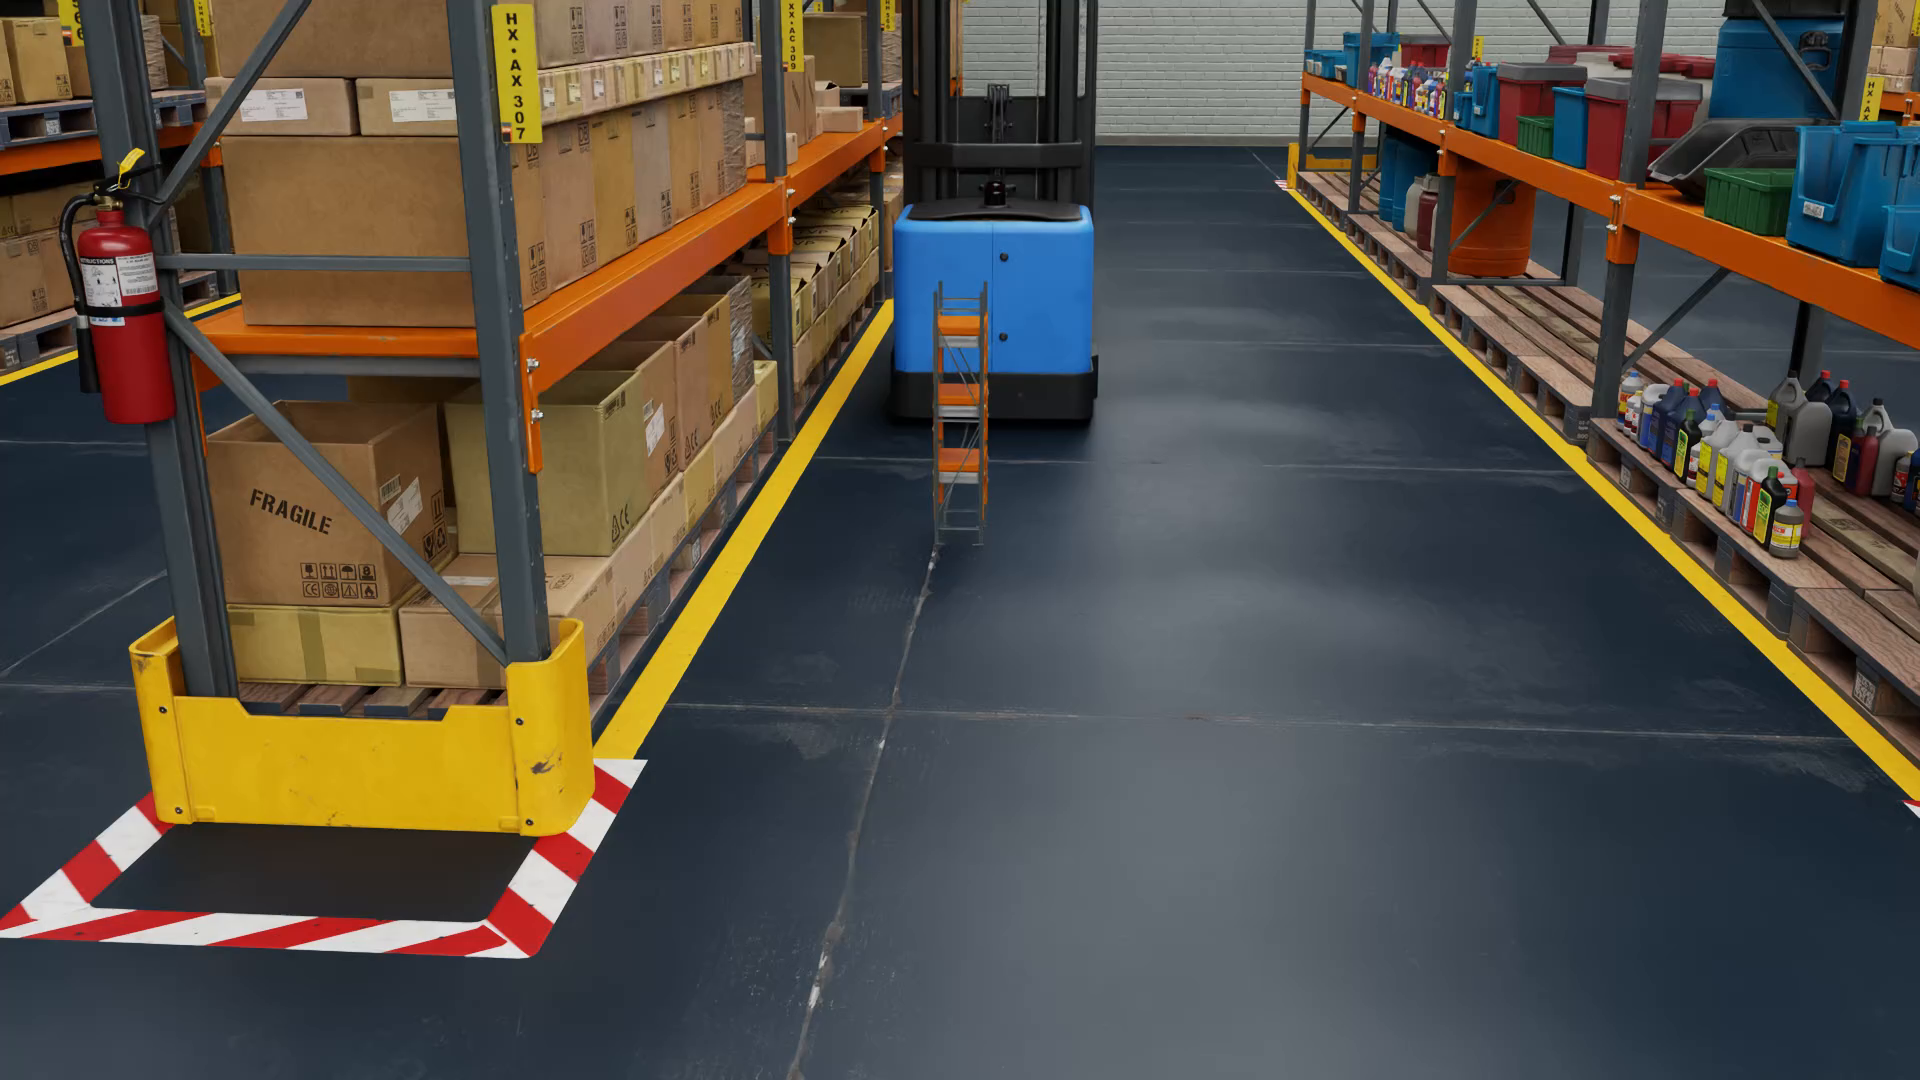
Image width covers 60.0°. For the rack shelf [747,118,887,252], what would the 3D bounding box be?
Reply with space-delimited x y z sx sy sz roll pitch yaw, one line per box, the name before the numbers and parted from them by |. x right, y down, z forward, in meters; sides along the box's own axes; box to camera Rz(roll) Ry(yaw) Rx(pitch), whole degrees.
rack shelf | -1.201 -2.221 10.038 1.077 0.370 4.000 1 18 4

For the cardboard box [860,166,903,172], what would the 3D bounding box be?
cardboard box | -0.600 -2.978 14.503 0.500 0.500 0.500 2 18 5

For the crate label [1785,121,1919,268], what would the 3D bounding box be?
crate label | 3.171 -1.182 5.655 0.502 0.435 0.616 1 18 4

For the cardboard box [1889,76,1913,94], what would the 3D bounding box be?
cardboard box | 8.805 -4.186 15.285 0.380 0.149 0.250 1 18 4

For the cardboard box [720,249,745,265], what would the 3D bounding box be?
cardboard box | -1.532 -1.549 9.675 0.500 0.311 0.500 1 18 4

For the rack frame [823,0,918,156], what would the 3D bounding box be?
rack frame | -0.771 -4.426 15.613 1.000 3.000 0.127 1 18 4

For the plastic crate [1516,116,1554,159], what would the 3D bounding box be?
plastic crate | 3.439 -2.276 9.392 0.450 0.188 0.662 1 18 4

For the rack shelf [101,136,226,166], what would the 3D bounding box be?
rack shelf | -5.855 -3.572 14.163 1.077 0.370 4.000 1 18 4

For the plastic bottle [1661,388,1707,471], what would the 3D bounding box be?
plastic bottle | 3.111 -0.480 7.117 0.144 0.351 0.185 1 18 2

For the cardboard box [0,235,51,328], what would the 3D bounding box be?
cardboard box | -6.185 -1.620 10.358 0.700 0.500 0.500 1 18 5

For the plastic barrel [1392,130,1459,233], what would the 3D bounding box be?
plastic barrel | 4.063 -3.128 14.348 0.600 0.901 0.708 1 18 4

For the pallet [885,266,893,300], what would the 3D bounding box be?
pallet | -0.966 -2.089 12.961 1.003 0.211 1.213 1 18 4

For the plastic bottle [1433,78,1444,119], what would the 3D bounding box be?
plastic bottle | 3.503 -3.223 12.130 0.061 0.283 0.133 1 18 4

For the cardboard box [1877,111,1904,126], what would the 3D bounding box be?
cardboard box | 9.237 -3.597 15.820 0.875 0.875 0.875 1 18 4

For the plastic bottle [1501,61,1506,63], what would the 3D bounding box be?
plastic bottle | 4.351 -3.656 13.342 0.144 0.351 0.185 1 18 4

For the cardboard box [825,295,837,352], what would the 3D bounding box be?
cardboard box | -0.996 -1.274 9.734 0.500 0.250 0.500 1 18 2

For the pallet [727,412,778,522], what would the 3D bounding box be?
pallet | -1.443 -0.370 7.713 1.003 0.211 1.213 1 18 4

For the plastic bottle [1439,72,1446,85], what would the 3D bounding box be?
plastic bottle | 4.338 -4.087 14.898 0.097 0.201 0.097 0 18 0

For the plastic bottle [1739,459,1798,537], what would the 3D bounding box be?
plastic bottle | 3.049 -0.160 6.261 0.152 0.276 0.135 1 18 4

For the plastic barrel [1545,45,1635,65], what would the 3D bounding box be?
plastic barrel | 4.152 -2.986 10.999 0.600 0.536 0.708 1 18 4

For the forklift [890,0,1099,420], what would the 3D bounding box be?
forklift | 0.231 -2.423 9.609 1.130 2.935 3.031 1 18 2

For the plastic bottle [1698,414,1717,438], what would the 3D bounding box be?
plastic bottle | 3.138 -0.395 6.988 0.097 0.271 0.097 0 18 0

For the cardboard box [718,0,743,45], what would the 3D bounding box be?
cardboard box | -1.370 -2.467 7.391 0.700 0.500 0.500 1 18 4

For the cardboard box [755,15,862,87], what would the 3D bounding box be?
cardboard box | -1.125 -3.629 12.345 0.700 0.500 0.500 -5 19 -15

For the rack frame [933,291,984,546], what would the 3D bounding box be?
rack frame | -0.005 -0.478 6.695 0.200 1.050 0.008 1 18 4

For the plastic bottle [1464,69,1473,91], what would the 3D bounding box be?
plastic bottle | 4.266 -3.808 13.935 0.097 0.271 0.097 0 18 0

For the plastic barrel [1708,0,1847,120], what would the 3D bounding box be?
plastic barrel | 3.926 -2.181 7.957 0.600 0.901 0.708 1 18 4

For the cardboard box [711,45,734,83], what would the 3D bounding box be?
cardboard box | -1.186 -2.050 7.159 0.380 0.149 0.250 1 18 2

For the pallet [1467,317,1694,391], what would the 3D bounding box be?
pallet | 3.698 -1.129 10.030 1.003 0.211 1.213 1 18 4

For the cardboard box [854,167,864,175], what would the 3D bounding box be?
cardboard box | -1.119 -2.981 14.512 0.500 0.500 0.500 2 18 5

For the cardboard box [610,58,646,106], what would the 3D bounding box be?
cardboard box | -1.298 -1.572 5.700 0.380 0.149 0.250 1 18 3

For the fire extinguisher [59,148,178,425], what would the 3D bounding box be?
fire extinguisher | -2.103 -0.636 4.170 0.296 0.674 0.183 1 18 4

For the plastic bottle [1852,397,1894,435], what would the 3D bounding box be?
plastic bottle | 3.800 -0.413 6.915 0.144 0.351 0.185 1 18 4

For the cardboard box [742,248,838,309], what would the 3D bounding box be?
cardboard box | -0.989 -1.540 9.645 0.500 0.311 0.500 1 18 2

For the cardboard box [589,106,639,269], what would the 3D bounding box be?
cardboard box | -1.511 -1.208 5.633 0.700 0.500 0.500 1 18 4

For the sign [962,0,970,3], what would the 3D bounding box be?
sign | 0.068 -6.350 19.118 0.100 0.325 0.005 1 18 4

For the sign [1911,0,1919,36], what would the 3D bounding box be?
sign | 8.556 -4.664 14.824 0.100 0.325 0.005 1 18 4

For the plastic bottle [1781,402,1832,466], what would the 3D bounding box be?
plastic bottle | 3.674 -0.474 7.219 0.152 0.276 0.135 1 18 4

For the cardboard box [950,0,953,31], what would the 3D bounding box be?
cardboard box | -0.346 -5.569 17.335 0.500 0.500 0.500 2 18 6

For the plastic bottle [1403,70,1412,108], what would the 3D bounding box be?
plastic bottle | 3.591 -3.605 13.296 0.061 0.283 0.133 1 18 4

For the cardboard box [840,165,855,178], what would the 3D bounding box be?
cardboard box | -1.156 -3.192 13.952 0.500 0.250 0.500 1 18 3

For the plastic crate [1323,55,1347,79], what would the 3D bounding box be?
plastic crate | 3.994 -4.934 17.336 0.416 0.233 0.300 1 18 4

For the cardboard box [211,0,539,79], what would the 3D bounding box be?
cardboard box | -1.581 -1.524 4.513 0.700 0.500 0.500 1 18 4

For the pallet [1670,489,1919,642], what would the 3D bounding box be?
pallet | 3.422 0.083 6.330 1.003 0.211 1.213 1 18 4

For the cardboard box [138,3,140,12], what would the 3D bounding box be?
cardboard box | -5.994 -3.750 11.641 0.380 0.149 0.250 -1 18 -3

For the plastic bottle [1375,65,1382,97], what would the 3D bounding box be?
plastic bottle | 3.711 -4.041 14.644 0.097 0.271 0.097 0 18 0

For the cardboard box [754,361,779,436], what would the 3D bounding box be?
cardboard box | -1.160 -0.685 7.938 0.500 0.250 0.500 1 18 4

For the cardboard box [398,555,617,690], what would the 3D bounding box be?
cardboard box | -1.371 0.247 5.095 0.500 0.250 0.500 1 18 4

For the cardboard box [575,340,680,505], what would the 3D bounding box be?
cardboard box | -1.314 -0.421 5.927 0.500 0.500 0.500 1 18 4

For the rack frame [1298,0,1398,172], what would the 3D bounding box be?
rack frame | 4.456 -5.556 19.063 1.000 3.000 0.127 1 18 4

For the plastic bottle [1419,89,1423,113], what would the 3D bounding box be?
plastic bottle | 3.564 -3.371 12.712 0.097 0.201 0.097 0 18 0

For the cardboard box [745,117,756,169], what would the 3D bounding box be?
cardboard box | -1.353 -2.024 8.523 0.500 0.250 0.500 2 18 7

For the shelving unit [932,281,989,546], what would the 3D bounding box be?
shelving unit | 0.004 -0.516 6.810 0.215 1.050 0.252 1 18 4
